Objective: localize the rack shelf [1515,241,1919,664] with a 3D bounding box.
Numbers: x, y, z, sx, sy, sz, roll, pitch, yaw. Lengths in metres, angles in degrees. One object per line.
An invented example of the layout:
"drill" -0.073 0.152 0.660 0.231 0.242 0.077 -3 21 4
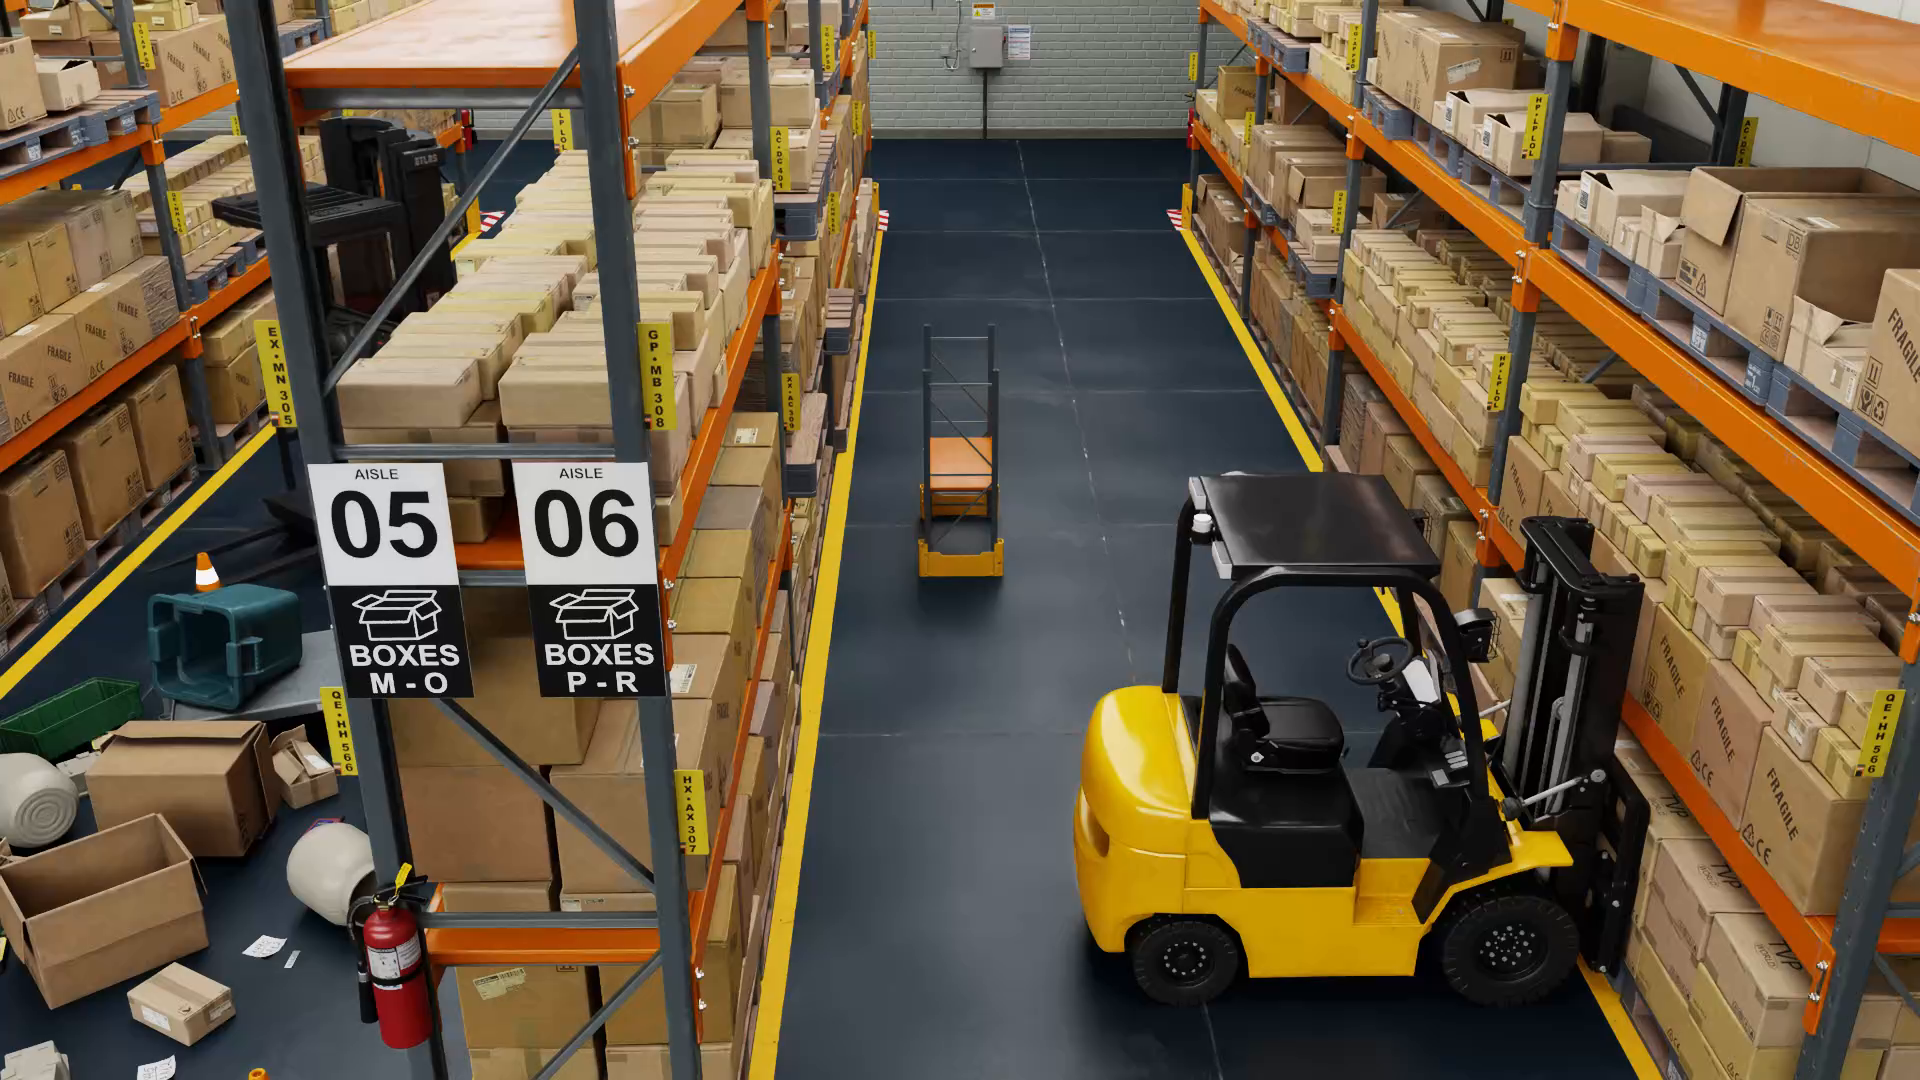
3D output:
"rack shelf" 3.515 -0.594 7.040 1.077 0.370 4.000 0 24 -1

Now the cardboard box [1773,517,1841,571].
"cardboard box" 3.758 0.016 7.189 0.380 0.149 0.250 0 24 0

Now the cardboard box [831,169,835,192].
"cardboard box" -1.290 -2.913 13.600 0.500 0.500 0.500 0 24 0

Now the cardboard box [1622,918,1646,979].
"cardboard box" 3.223 1.727 7.501 0.500 0.250 0.500 0 24 0

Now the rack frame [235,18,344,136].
"rack frame" -6.506 -3.588 16.426 1.000 3.000 0.127 0 24 -1

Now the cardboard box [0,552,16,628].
"cardboard box" -6.516 0.287 10.079 1.050 0.750 0.750 0 24 -1

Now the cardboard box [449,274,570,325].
"cardboard box" -1.658 -0.878 6.131 0.380 0.149 0.250 0 24 -1

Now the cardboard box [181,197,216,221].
"cardboard box" -6.278 -2.691 13.516 0.380 0.149 0.250 0 24 -1

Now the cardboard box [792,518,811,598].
"cardboard box" -1.490 0.138 10.867 0.950 0.372 0.625 1 24 3

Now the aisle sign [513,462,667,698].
"aisle sign" -1.116 0.133 5.045 0.394 0.787 0.004 0 24 -1

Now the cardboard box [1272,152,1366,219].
"cardboard box" 3.201 -3.175 14.883 0.700 0.500 0.500 0 24 -1

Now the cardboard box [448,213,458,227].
"cardboard box" -6.232 -3.807 19.861 0.380 0.149 0.250 0 24 1

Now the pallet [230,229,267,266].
"pallet" -6.525 -2.668 14.625 1.003 0.211 1.213 0 24 -1

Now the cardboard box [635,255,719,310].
"cardboard box" -1.134 -0.991 6.381 0.380 0.149 0.250 0 24 1

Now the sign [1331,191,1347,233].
"sign" 2.907 -2.513 12.740 0.100 0.325 0.005 0 24 -1

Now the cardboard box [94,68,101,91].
"cardboard box" -6.236 -3.191 11.561 0.380 0.166 0.250 0 24 -1

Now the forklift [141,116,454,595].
"forklift" -4.301 -1.336 11.532 1.130 2.935 3.031 18 30 34

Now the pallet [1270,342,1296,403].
"pallet" 3.469 -1.566 15.340 1.003 0.211 1.213 0 24 -1

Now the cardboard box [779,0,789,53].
"cardboard box" -1.715 -4.014 13.098 0.700 0.500 0.500 -1 24 -3

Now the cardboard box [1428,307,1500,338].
"cardboard box" 3.224 -1.386 10.650 0.380 0.149 0.250 0 24 0

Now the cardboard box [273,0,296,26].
"cardboard box" -6.612 -5.035 15.355 0.700 0.500 0.500 0 24 0

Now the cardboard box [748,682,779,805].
"cardboard box" -1.182 1.027 8.140 0.500 0.500 0.500 1 24 2

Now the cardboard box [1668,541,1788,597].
"cardboard box" 3.208 0.120 6.958 0.380 0.149 0.250 0 24 0

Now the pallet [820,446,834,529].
"pallet" -1.507 -0.411 12.786 1.003 0.211 1.213 0 24 -1

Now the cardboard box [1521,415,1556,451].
"cardboard box" 3.233 -0.588 8.884 0.380 0.149 0.250 -1 24 -1

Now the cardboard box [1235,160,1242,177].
"cardboard box" 3.098 -3.906 17.434 0.380 0.149 0.250 0 24 1

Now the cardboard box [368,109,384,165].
"cardboard box" -6.272 -4.178 17.249 0.500 0.500 0.500 0 24 -1

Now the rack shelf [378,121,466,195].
"rack shelf" -6.528 -4.084 18.397 1.077 0.370 4.000 0 24 -1

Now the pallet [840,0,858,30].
"pallet" -1.556 -5.315 16.713 1.003 0.211 1.213 0 24 -1

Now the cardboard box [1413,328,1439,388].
"cardboard box" 3.219 -1.162 10.639 0.500 0.250 0.500 0 24 0

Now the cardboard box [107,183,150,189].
"cardboard box" -6.933 -2.908 13.997 0.380 0.149 0.250 0 24 -1

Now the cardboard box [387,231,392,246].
"cardboard box" -6.324 -3.219 17.839 0.380 0.149 0.250 -1 24 -2

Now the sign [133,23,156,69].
"sign" -5.908 -3.577 12.039 0.100 0.325 0.005 0 24 -1

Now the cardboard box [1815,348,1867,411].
"cardboard box" 3.224 -0.560 5.766 0.380 0.149 0.250 -1 24 -2

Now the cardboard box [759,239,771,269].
"cardboard box" -1.161 -1.479 8.428 0.380 0.149 0.250 0 24 0

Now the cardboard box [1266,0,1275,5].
"cardboard box" 3.005 -4.961 15.135 0.380 0.149 0.250 -1 24 -2

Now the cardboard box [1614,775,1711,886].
"cardboard box" 3.193 1.268 7.303 0.500 0.250 0.500 0 24 0

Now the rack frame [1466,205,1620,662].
"rack frame" 3.493 -0.379 9.332 1.000 3.000 0.127 0 24 -1

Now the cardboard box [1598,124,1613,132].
"cardboard box" 3.557 -2.322 9.661 0.380 0.149 0.250 0 24 -1

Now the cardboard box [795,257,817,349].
"cardboard box" -1.203 -1.544 10.915 0.500 0.500 0.500 -1 24 -3

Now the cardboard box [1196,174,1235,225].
"cardboard box" 3.274 -4.125 20.134 0.797 0.503 0.637 -1 24 -3

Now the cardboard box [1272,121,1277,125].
"cardboard box" 3.654 -4.367 17.971 0.500 0.250 0.500 0 24 1

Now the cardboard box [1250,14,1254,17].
"cardboard box" 3.107 -5.176 16.602 0.380 0.149 0.250 0 24 -1

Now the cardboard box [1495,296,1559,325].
"cardboard box" 3.734 -1.494 10.889 0.380 0.149 0.250 0 24 0

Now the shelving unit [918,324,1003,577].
"shelving unit" 0.001 -0.652 11.755 0.587 1.500 1.083 0 24 -1

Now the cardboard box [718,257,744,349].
"cardboard box" -1.178 -0.981 6.843 0.500 0.250 0.500 0 24 1

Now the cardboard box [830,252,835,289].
"cardboard box" -1.268 -2.138 13.403 0.500 0.250 0.500 -1 24 -1

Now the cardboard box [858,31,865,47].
"cardboard box" -1.283 -5.739 19.061 0.380 0.149 0.250 0 24 -1

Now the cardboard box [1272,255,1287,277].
"cardboard box" 3.238 -2.655 16.100 0.380 0.149 0.250 -1 24 -3

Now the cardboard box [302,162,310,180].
"cardboard box" -6.301 -3.426 15.504 0.380 0.149 0.250 1 24 2

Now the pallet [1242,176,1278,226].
"pallet" 3.305 -3.258 15.931 1.003 0.211 1.213 0 24 -1

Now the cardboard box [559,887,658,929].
"cardboard box" -1.223 1.267 5.998 0.380 0.149 0.250 0 24 0

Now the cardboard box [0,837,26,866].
"cardboard box" -4.559 1.654 8.153 0.396 0.266 0.258 4 25 9

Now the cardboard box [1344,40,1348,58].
"cardboard box" 3.244 -3.868 13.103 0.380 0.149 0.250 0 24 1

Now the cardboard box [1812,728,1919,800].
"cardboard box" 3.253 0.786 5.846 0.380 0.149 0.250 0 24 0
